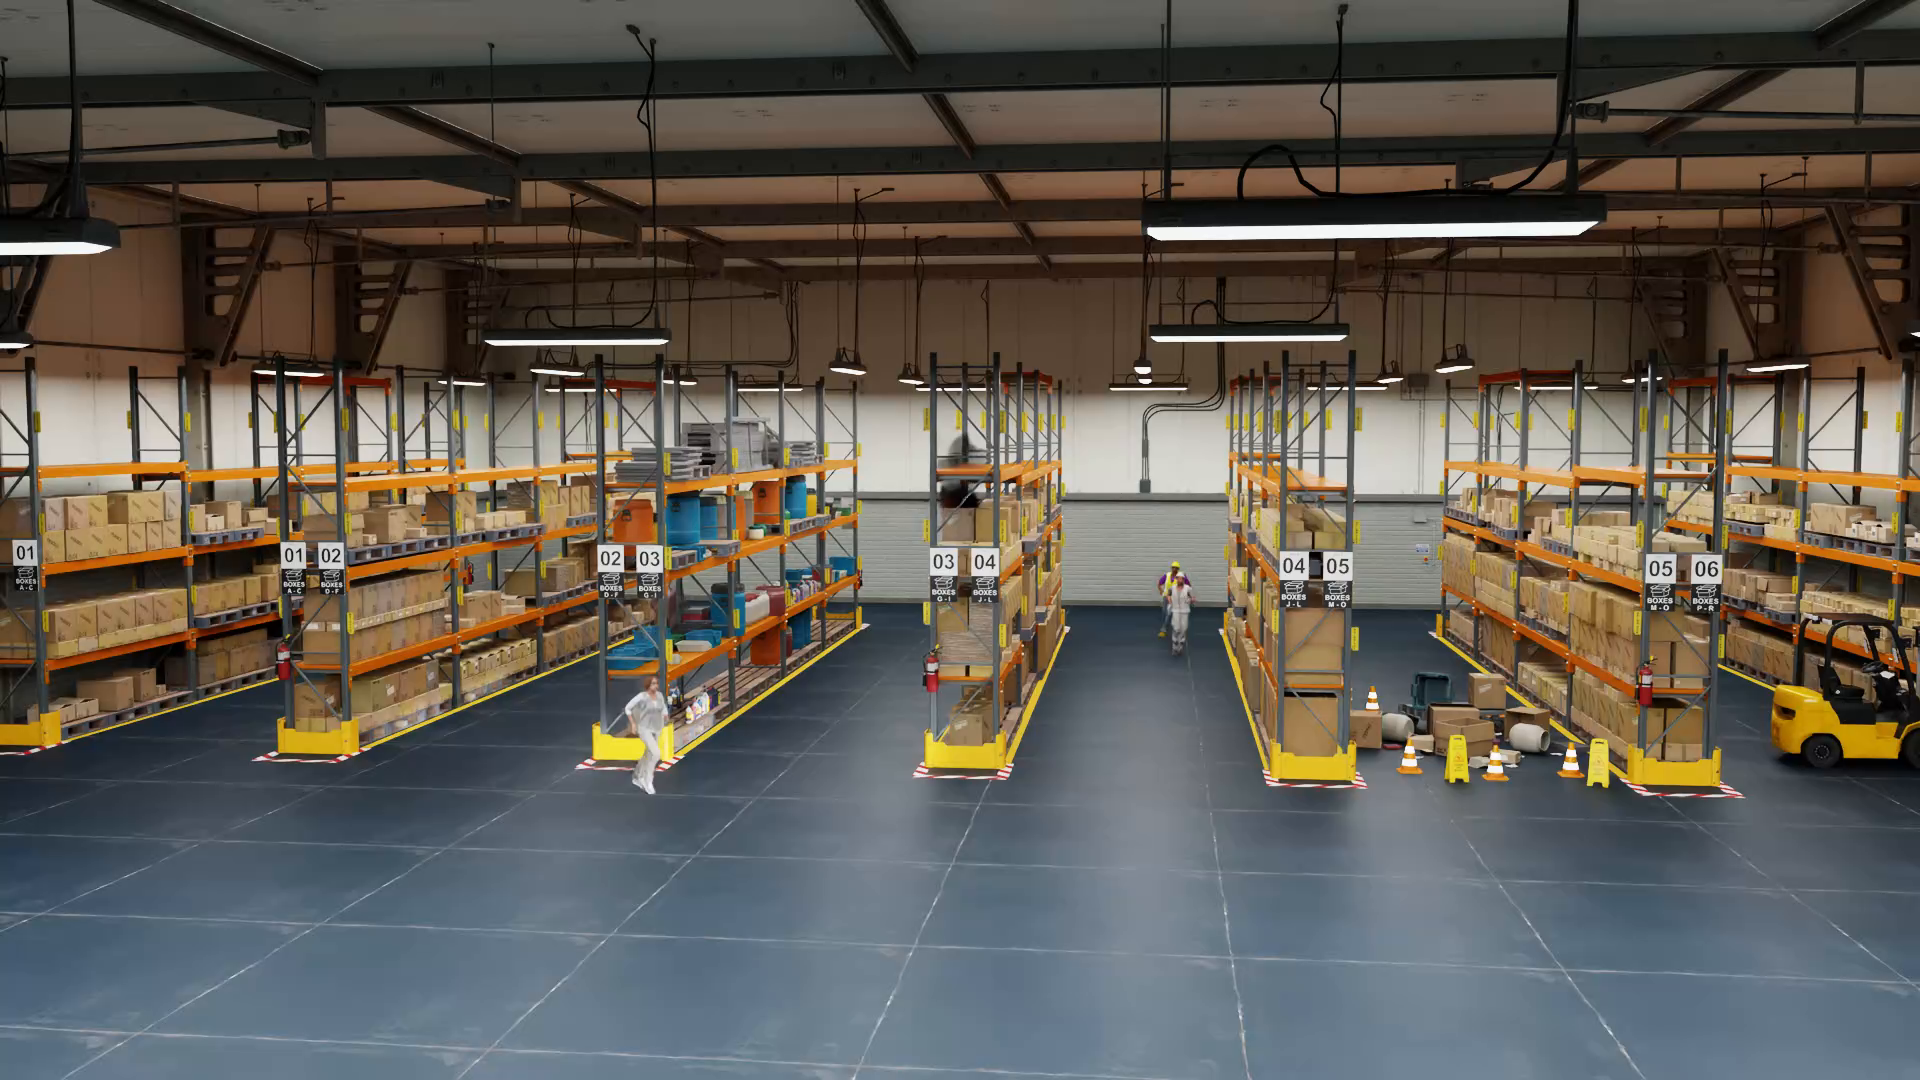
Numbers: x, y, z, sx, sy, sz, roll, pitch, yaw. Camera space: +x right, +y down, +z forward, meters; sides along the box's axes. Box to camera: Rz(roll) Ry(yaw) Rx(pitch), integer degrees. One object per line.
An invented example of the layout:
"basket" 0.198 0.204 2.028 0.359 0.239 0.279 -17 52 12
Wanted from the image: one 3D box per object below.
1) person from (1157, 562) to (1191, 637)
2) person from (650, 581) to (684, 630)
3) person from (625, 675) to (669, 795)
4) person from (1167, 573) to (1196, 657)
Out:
"person" 4.958 1.374 38.877 0.764 1.728 0.961 2 4 24
"person" -6.164 1.651 34.980 0.710 1.782 1.005 0 4 -5
"person" -4.188 2.618 22.439 0.753 1.610 0.494 3 5 38
"person" 4.735 1.608 35.620 0.616 1.832 0.746 1 4 8
